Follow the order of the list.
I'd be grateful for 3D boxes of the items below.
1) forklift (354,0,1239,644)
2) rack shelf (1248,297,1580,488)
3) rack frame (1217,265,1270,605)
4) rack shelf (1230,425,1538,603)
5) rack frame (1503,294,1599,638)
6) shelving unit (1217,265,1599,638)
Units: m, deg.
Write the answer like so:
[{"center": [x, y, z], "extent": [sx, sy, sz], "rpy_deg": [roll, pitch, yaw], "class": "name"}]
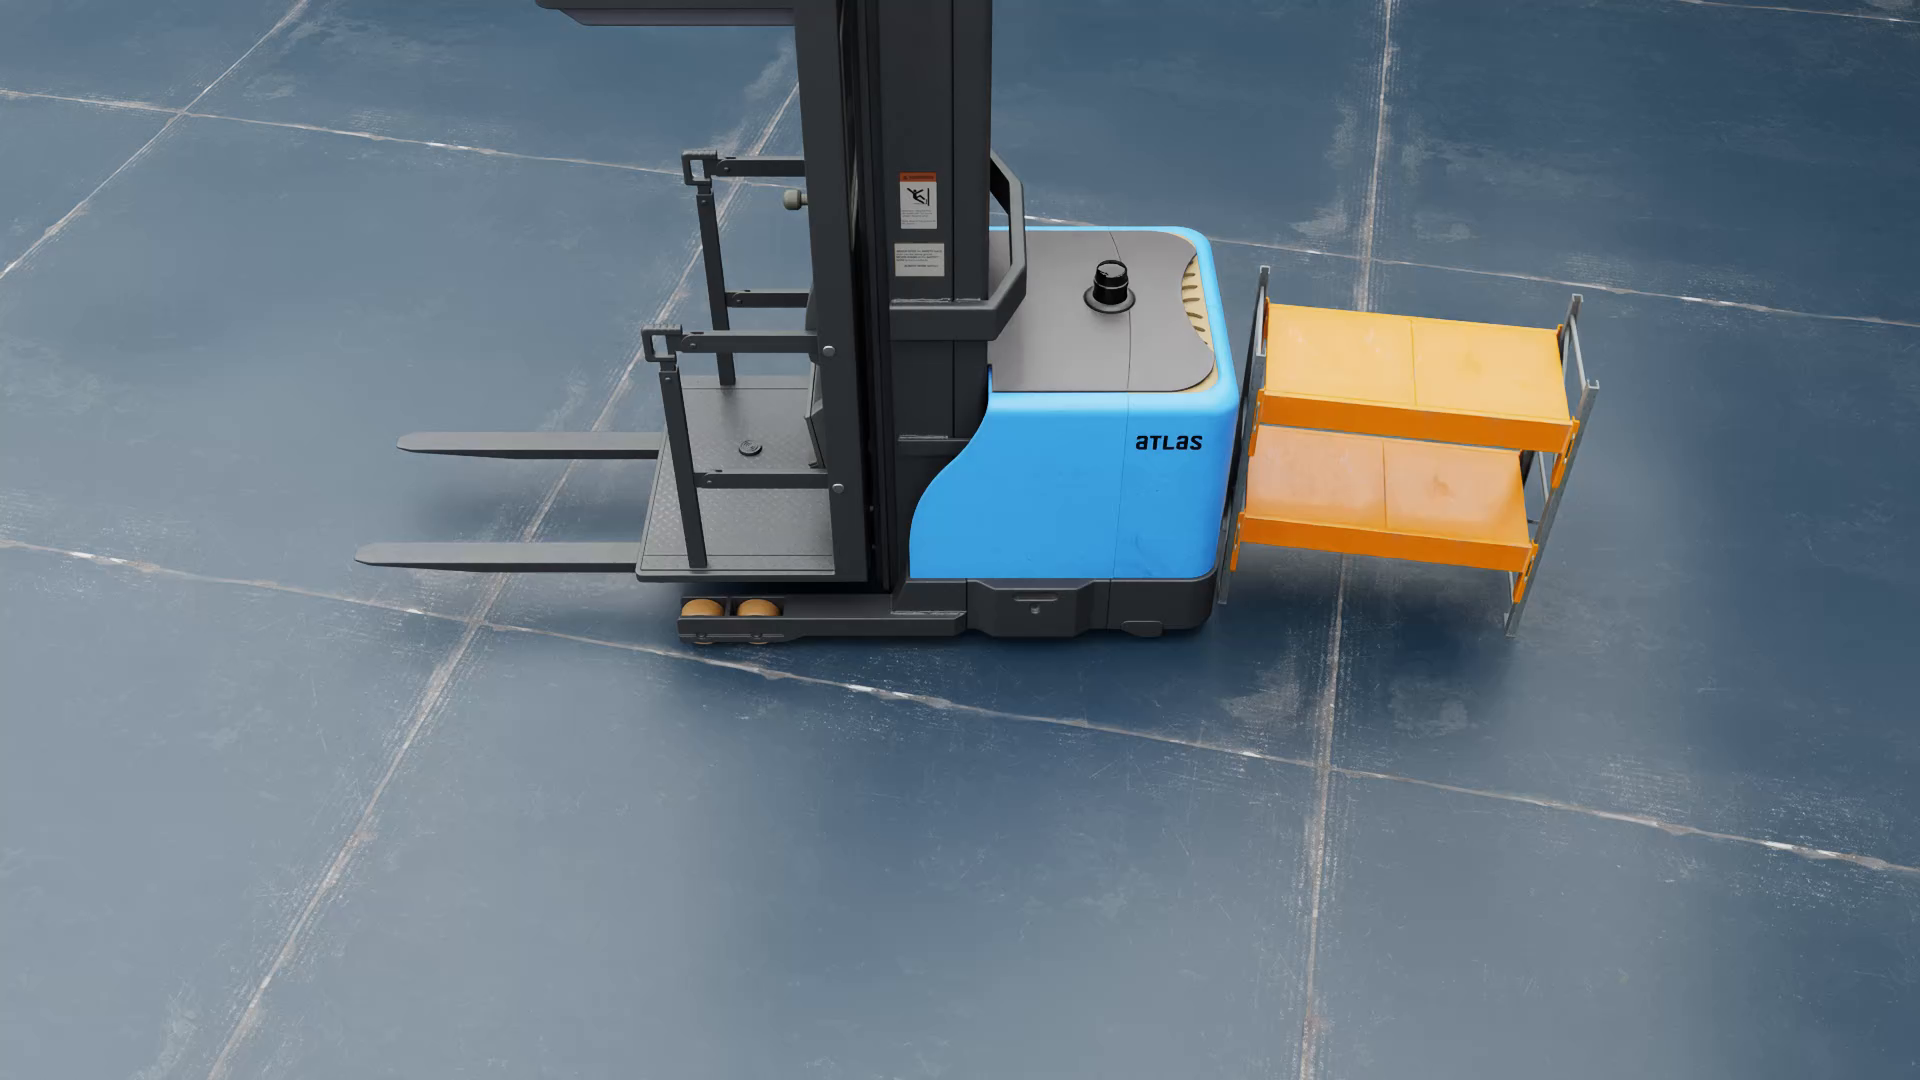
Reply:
[{"center": [-0.623, -1.056, 5.234], "extent": [3.031, 2.935, 1.130], "rpy_deg": [0, 44, 0], "class": "forklift"}, {"center": [1.488, -0.499, 5.536], "extent": [1.000, 0.278, 0.538], "rpy_deg": [6, 44, 7], "class": "rack shelf"}, {"center": [0.986, -0.344, 5.797], "extent": [0.032, 1.125, 0.500], "rpy_deg": [6, 44, 7], "class": "rack frame"}, {"center": [1.488, -0.112, 5.908], "extent": [1.000, 0.278, 0.538], "rpy_deg": [6, 44, 7], "class": "rack shelf"}, {"center": [1.990, -0.233, 5.680], "extent": [0.032, 1.125, 0.500], "rpy_deg": [6, 44, 7], "class": "rack frame"}, {"center": [1.488, -0.289, 5.739], "extent": [1.048, 1.125, 0.538], "rpy_deg": [6, 44, 7], "class": "shelving unit"}]
